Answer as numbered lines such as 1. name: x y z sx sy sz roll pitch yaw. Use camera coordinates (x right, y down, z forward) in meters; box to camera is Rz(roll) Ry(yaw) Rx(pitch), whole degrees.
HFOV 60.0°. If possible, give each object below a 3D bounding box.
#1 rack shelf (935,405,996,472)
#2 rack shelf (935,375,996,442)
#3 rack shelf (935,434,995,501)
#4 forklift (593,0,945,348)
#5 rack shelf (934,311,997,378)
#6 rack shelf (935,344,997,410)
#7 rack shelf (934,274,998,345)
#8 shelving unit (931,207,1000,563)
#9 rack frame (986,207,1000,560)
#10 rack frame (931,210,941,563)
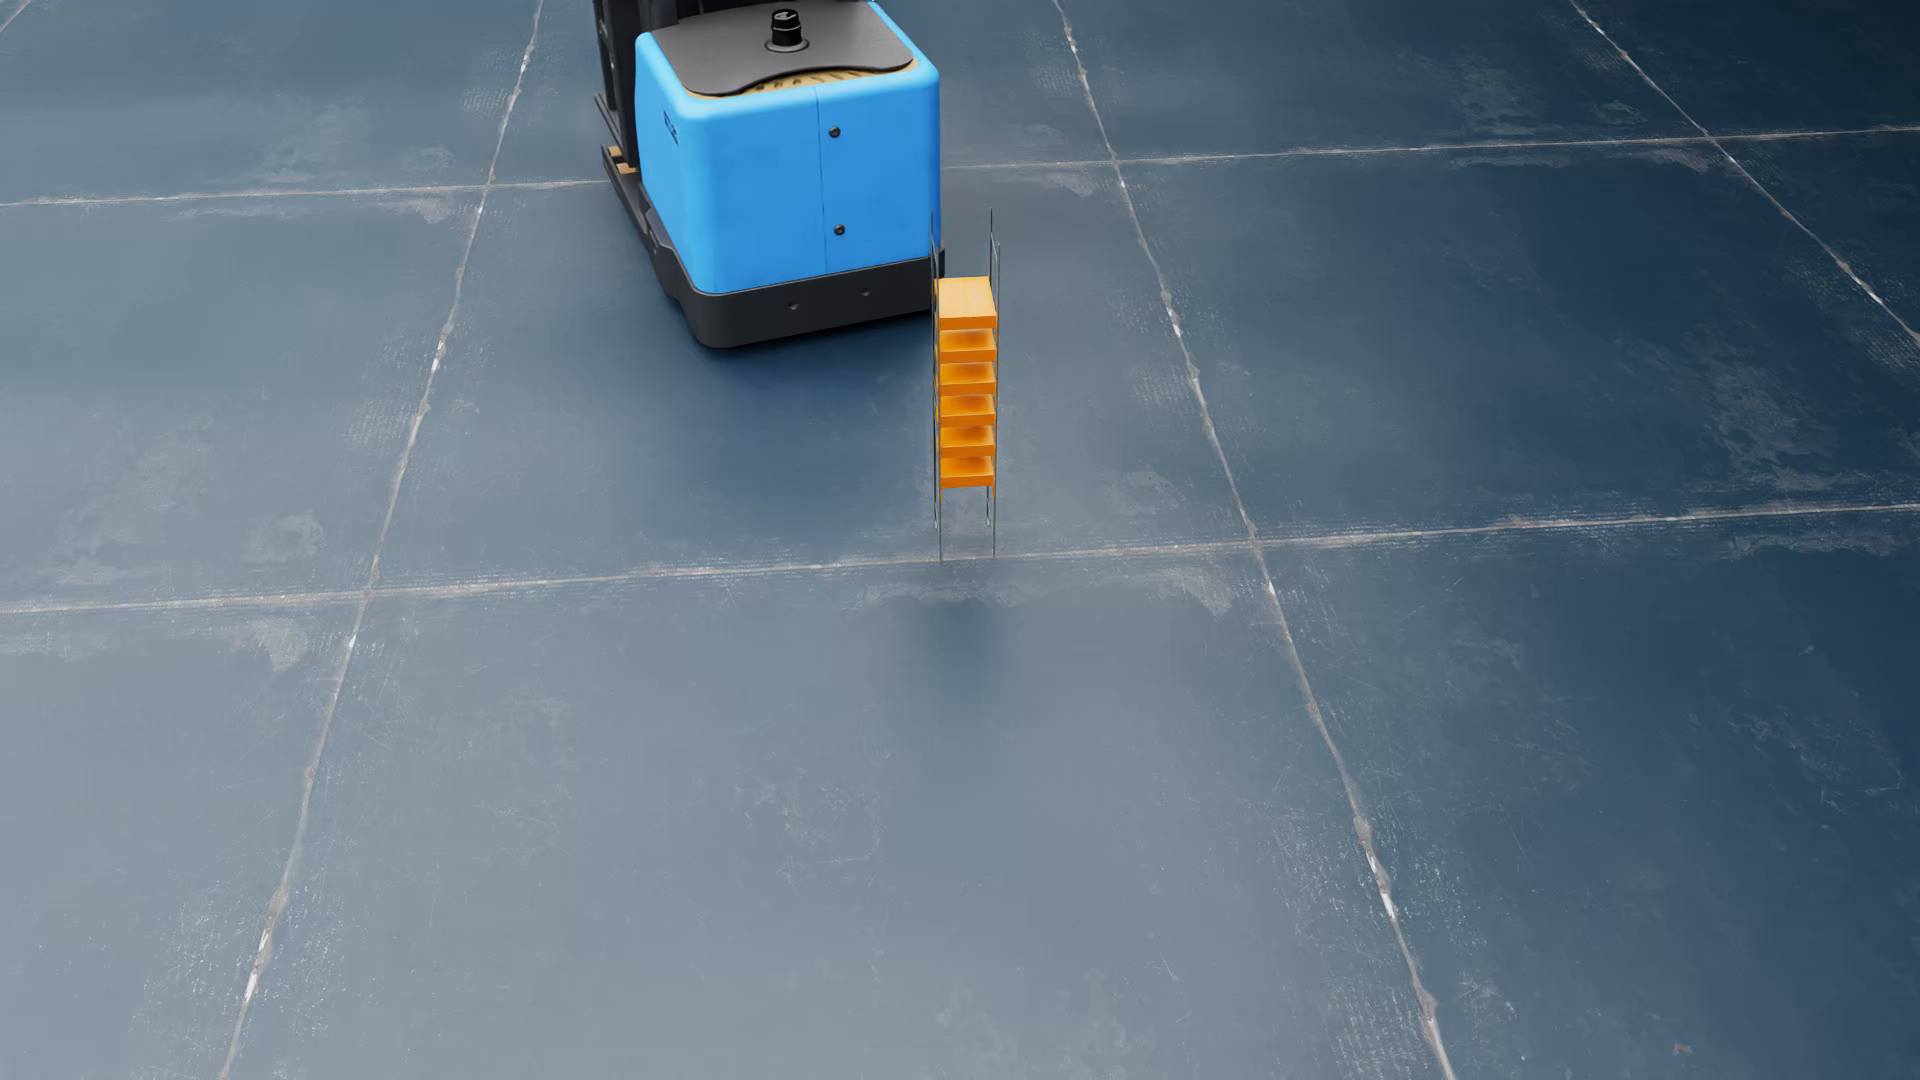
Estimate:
1. rack shelf: 0.014 -0.343 5.481 0.180 0.103 0.258 -3 38 -4
2. rack shelf: 0.014 -0.437 5.407 0.180 0.103 0.258 -3 38 -4
3. rack shelf: 0.014 -0.249 5.556 0.180 0.103 0.258 -3 38 -4
4. forklift: -1.056 -2.827 6.967 1.130 2.935 3.031 -13 40 -16
5. rack shelf: 0.014 -0.625 5.258 0.180 0.103 0.258 -3 38 -4
6. rack shelf: 0.014 -0.531 5.333 0.180 0.103 0.258 -3 38 -4
7. rack shelf: 0.014 -0.720 5.184 0.180 0.103 0.258 -3 38 -4
8. shelving unit: 0.014 -0.472 5.379 0.189 1.200 0.258 -3 38 -4
9. rack frame: 0.106 -0.477 5.386 0.006 1.200 0.240 -3 38 -4
10. rack frame: -0.077 -0.467 5.373 0.006 1.200 0.240 -3 38 -4
